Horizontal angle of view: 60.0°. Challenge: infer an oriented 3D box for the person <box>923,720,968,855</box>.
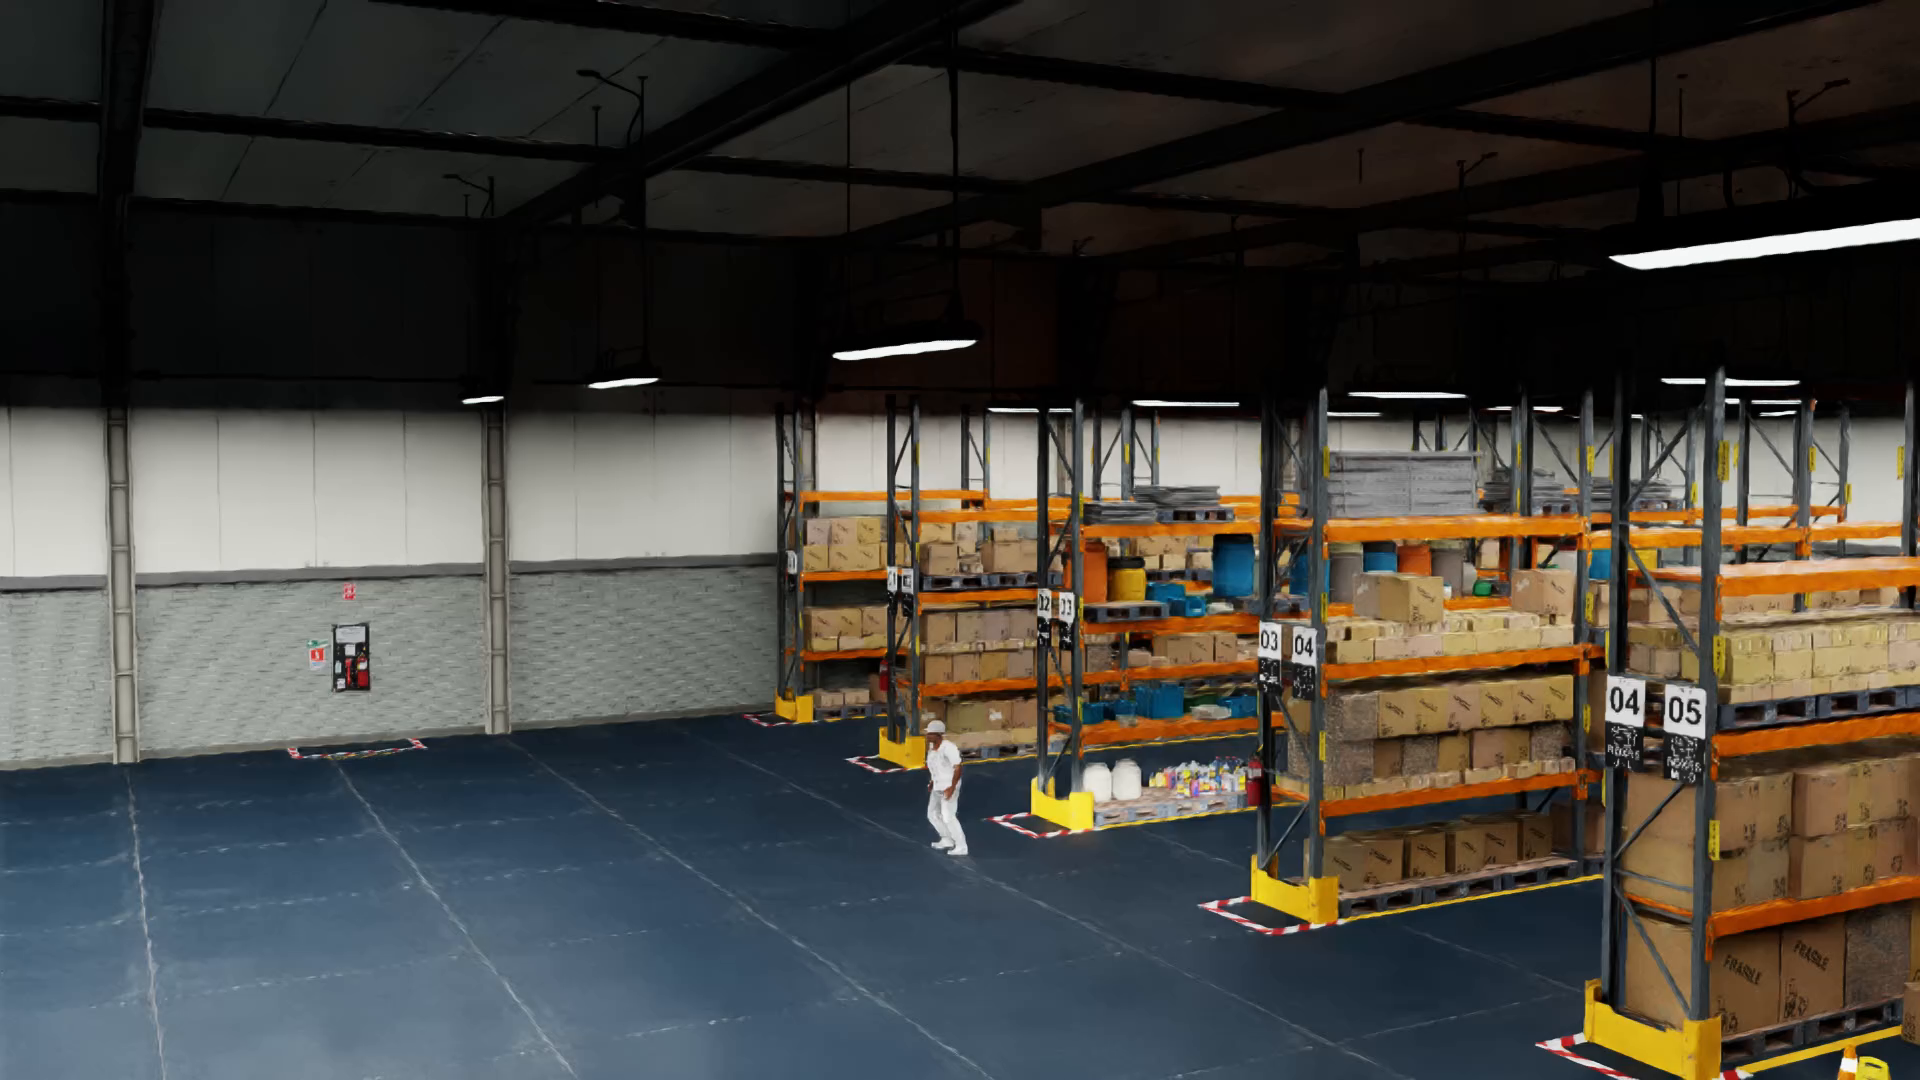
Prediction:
[{"bbox_3d":[-0.206,3.124,21.048,0.578,1.714,0.719,-2,4,-30],"label":"person"}]
